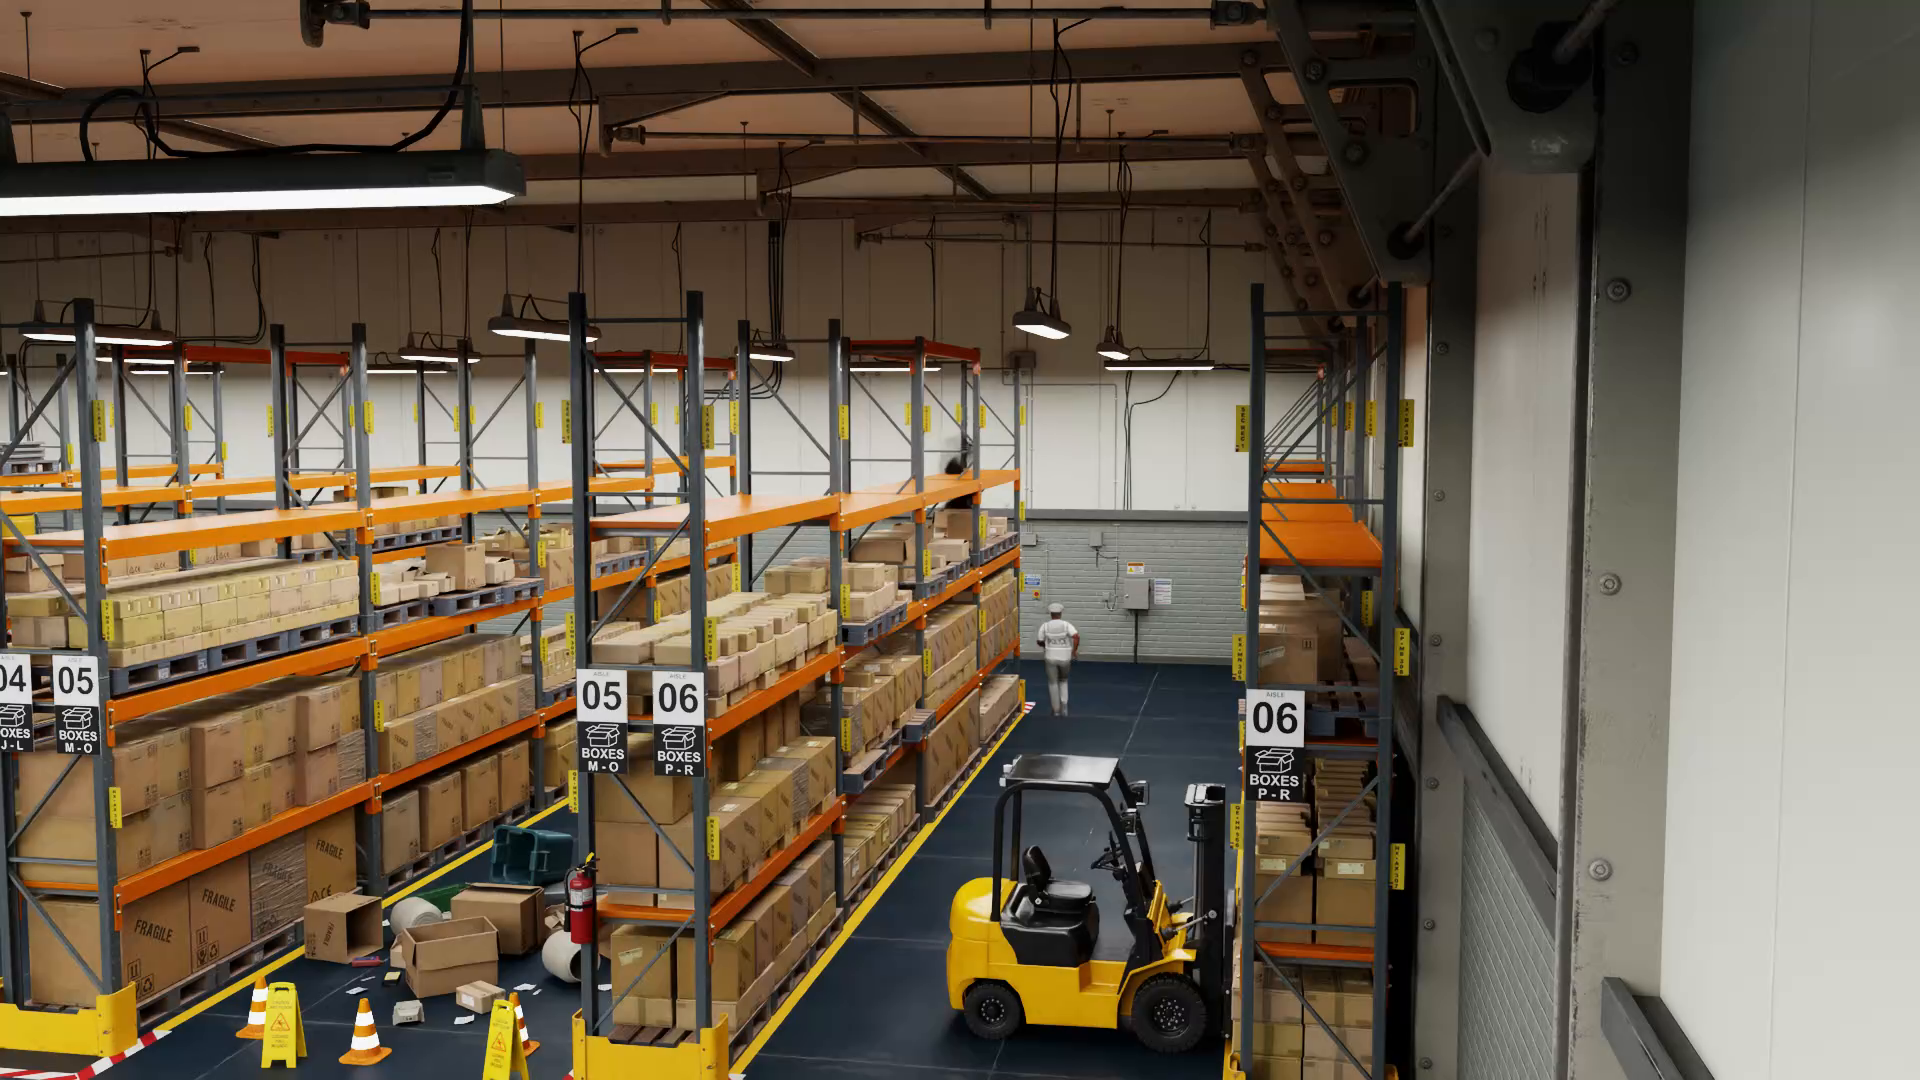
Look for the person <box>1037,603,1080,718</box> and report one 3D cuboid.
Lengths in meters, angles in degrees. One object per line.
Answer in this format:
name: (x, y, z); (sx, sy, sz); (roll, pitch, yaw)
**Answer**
person: (1.540, 1.906, 26.261); (0.652, 1.841, 0.653); (0, 5, -3)
